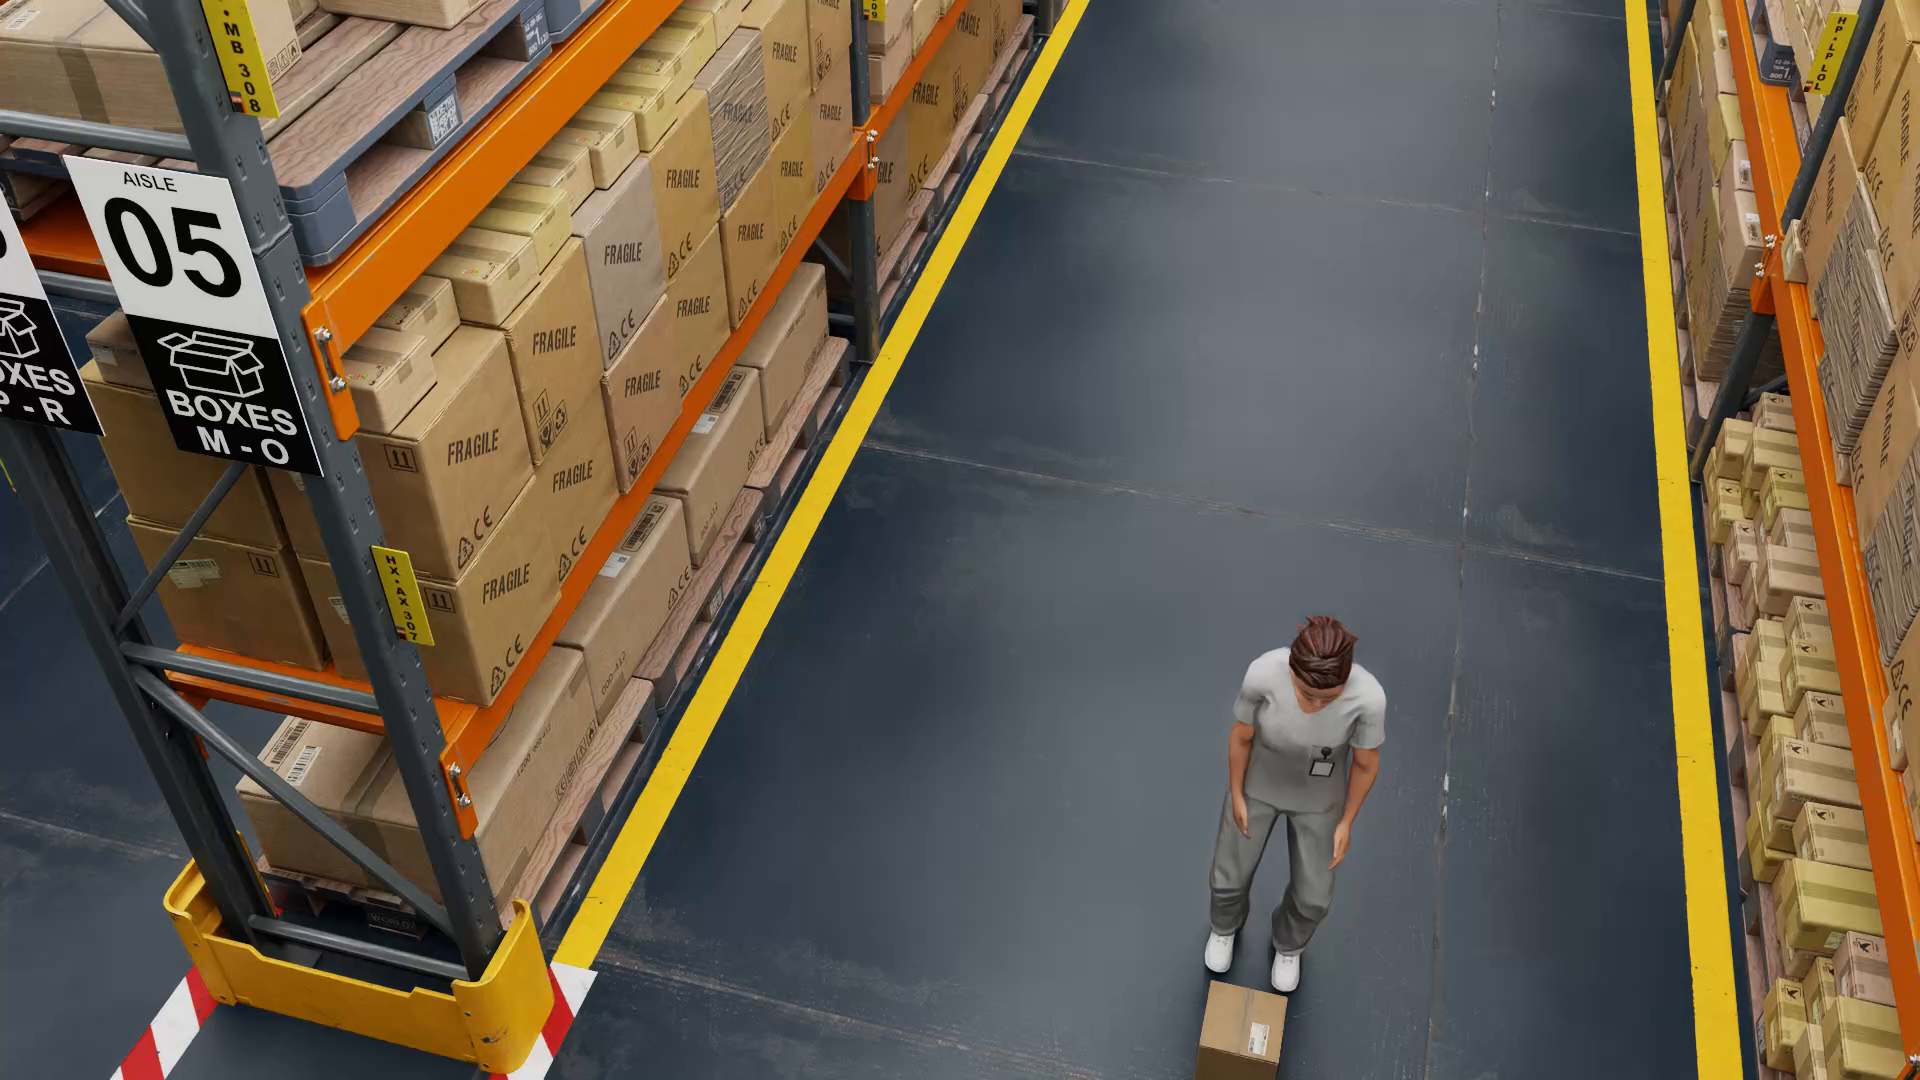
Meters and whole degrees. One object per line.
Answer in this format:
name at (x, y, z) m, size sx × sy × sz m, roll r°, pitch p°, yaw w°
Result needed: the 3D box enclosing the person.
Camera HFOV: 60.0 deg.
person at (1.055, 0.821, 5.264) m, size 0.461 × 1.627 × 0.388 m, roll 11°, pitch 42°, yaw 12°
